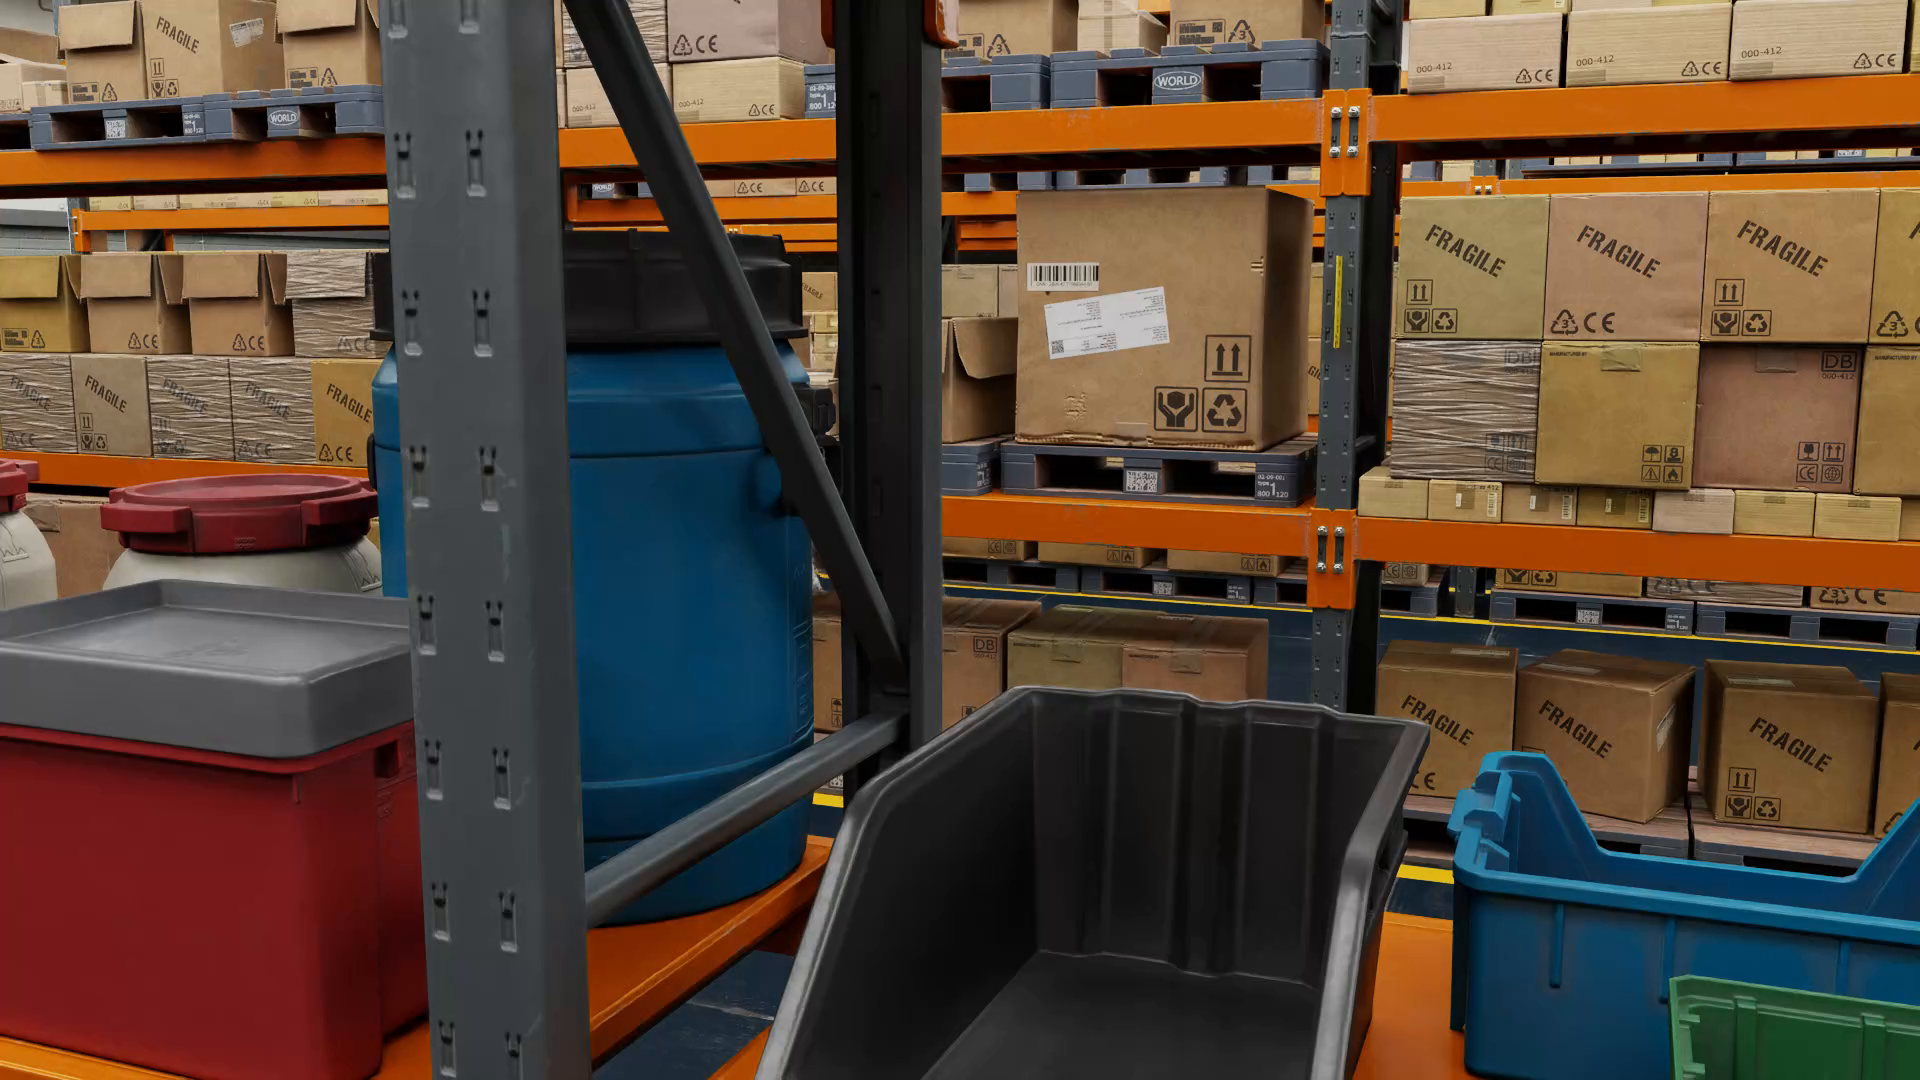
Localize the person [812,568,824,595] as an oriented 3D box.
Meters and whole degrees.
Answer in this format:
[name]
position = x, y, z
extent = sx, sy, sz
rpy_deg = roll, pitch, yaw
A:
[person]
position = -1.244, -0.339, 10.479
extent = 0.867, 1.759, 0.572
rpy_deg = 7, 11, 38
